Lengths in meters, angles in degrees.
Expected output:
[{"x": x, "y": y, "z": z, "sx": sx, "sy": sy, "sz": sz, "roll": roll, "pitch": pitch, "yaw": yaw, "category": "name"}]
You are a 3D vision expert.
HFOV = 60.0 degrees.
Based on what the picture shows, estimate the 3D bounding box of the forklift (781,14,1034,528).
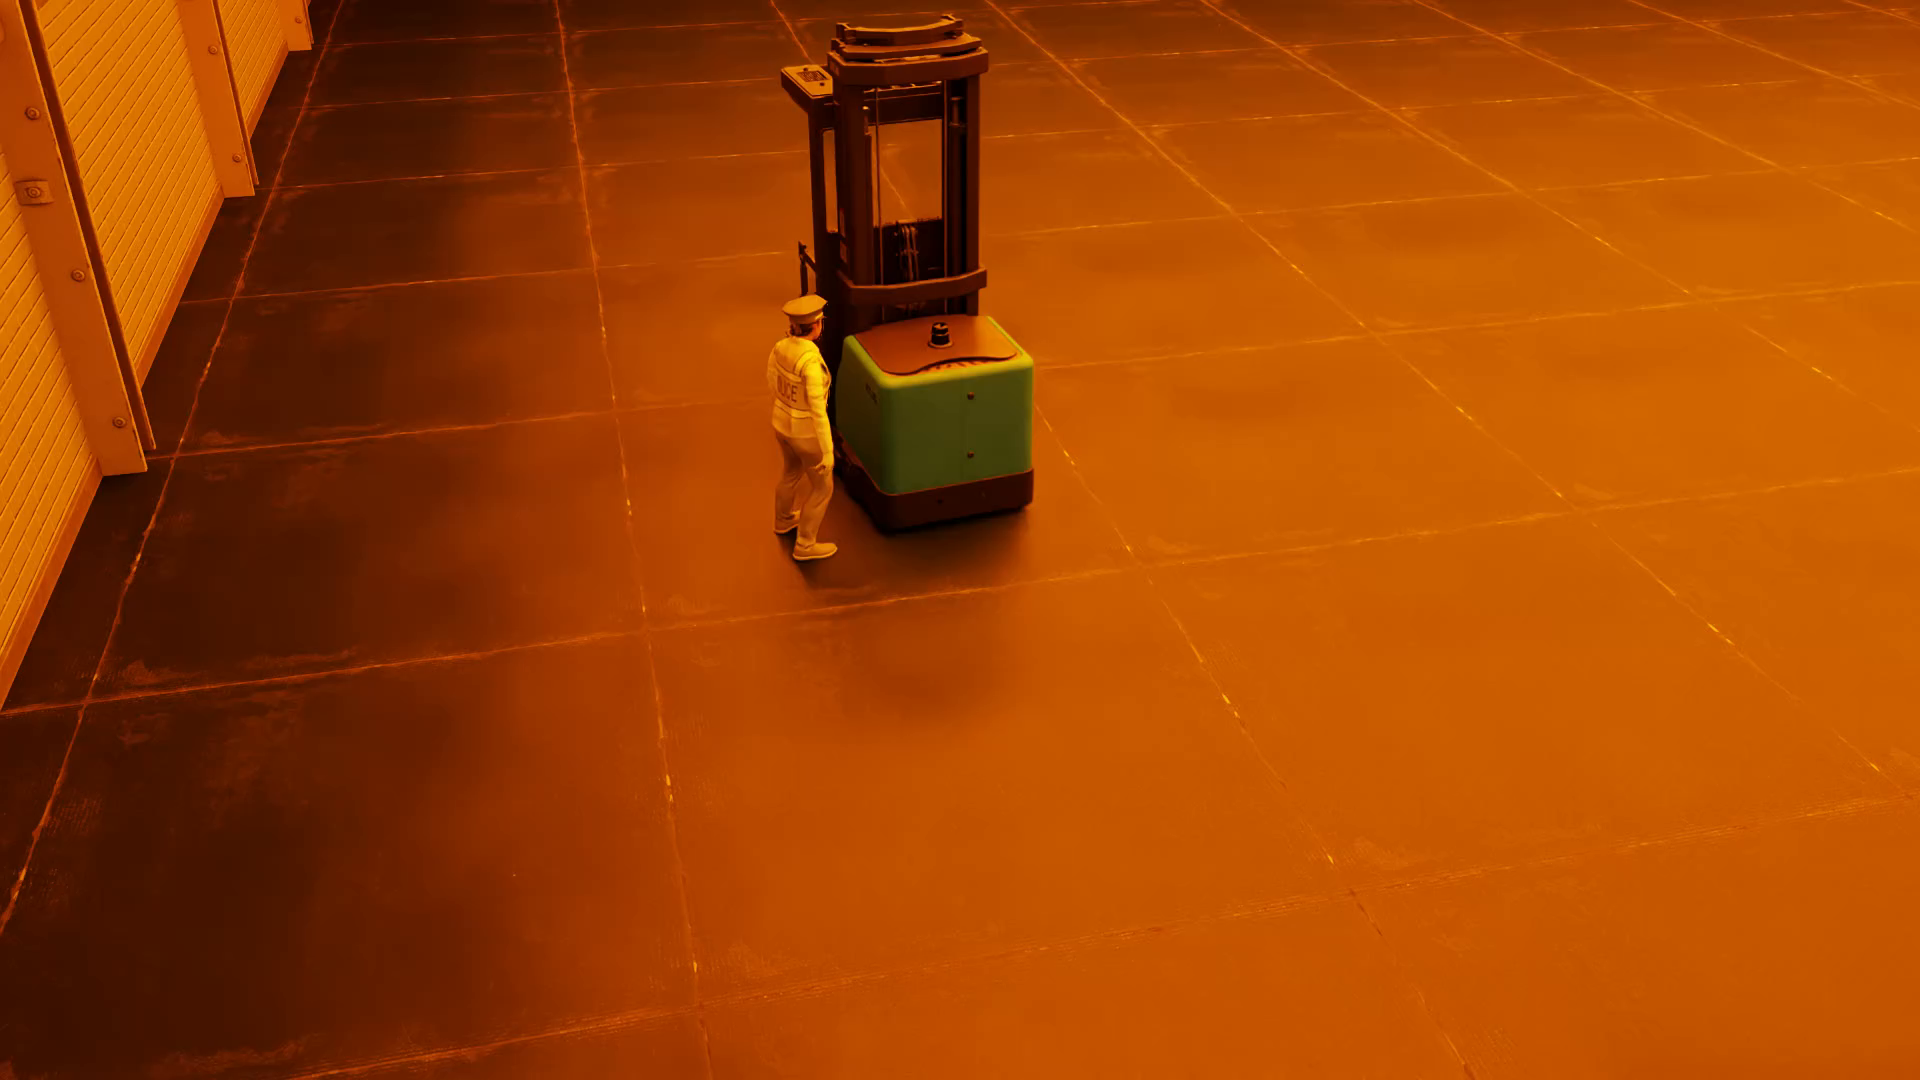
[{"x": -0.512, "y": -2.067, "z": 11.145, "sx": 1.130, "sy": 2.935, "sz": 3.031, "roll": -11, "pitch": 32, "yaw": -18, "category": "forklift"}]

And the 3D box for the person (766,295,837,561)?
[{"x": -0.946, "y": -0.671, "z": 10.028, "sx": 0.367, "sy": 1.642, "sz": 0.727, "roll": -21, "pitch": 36, "yaw": -32, "category": "person"}]
